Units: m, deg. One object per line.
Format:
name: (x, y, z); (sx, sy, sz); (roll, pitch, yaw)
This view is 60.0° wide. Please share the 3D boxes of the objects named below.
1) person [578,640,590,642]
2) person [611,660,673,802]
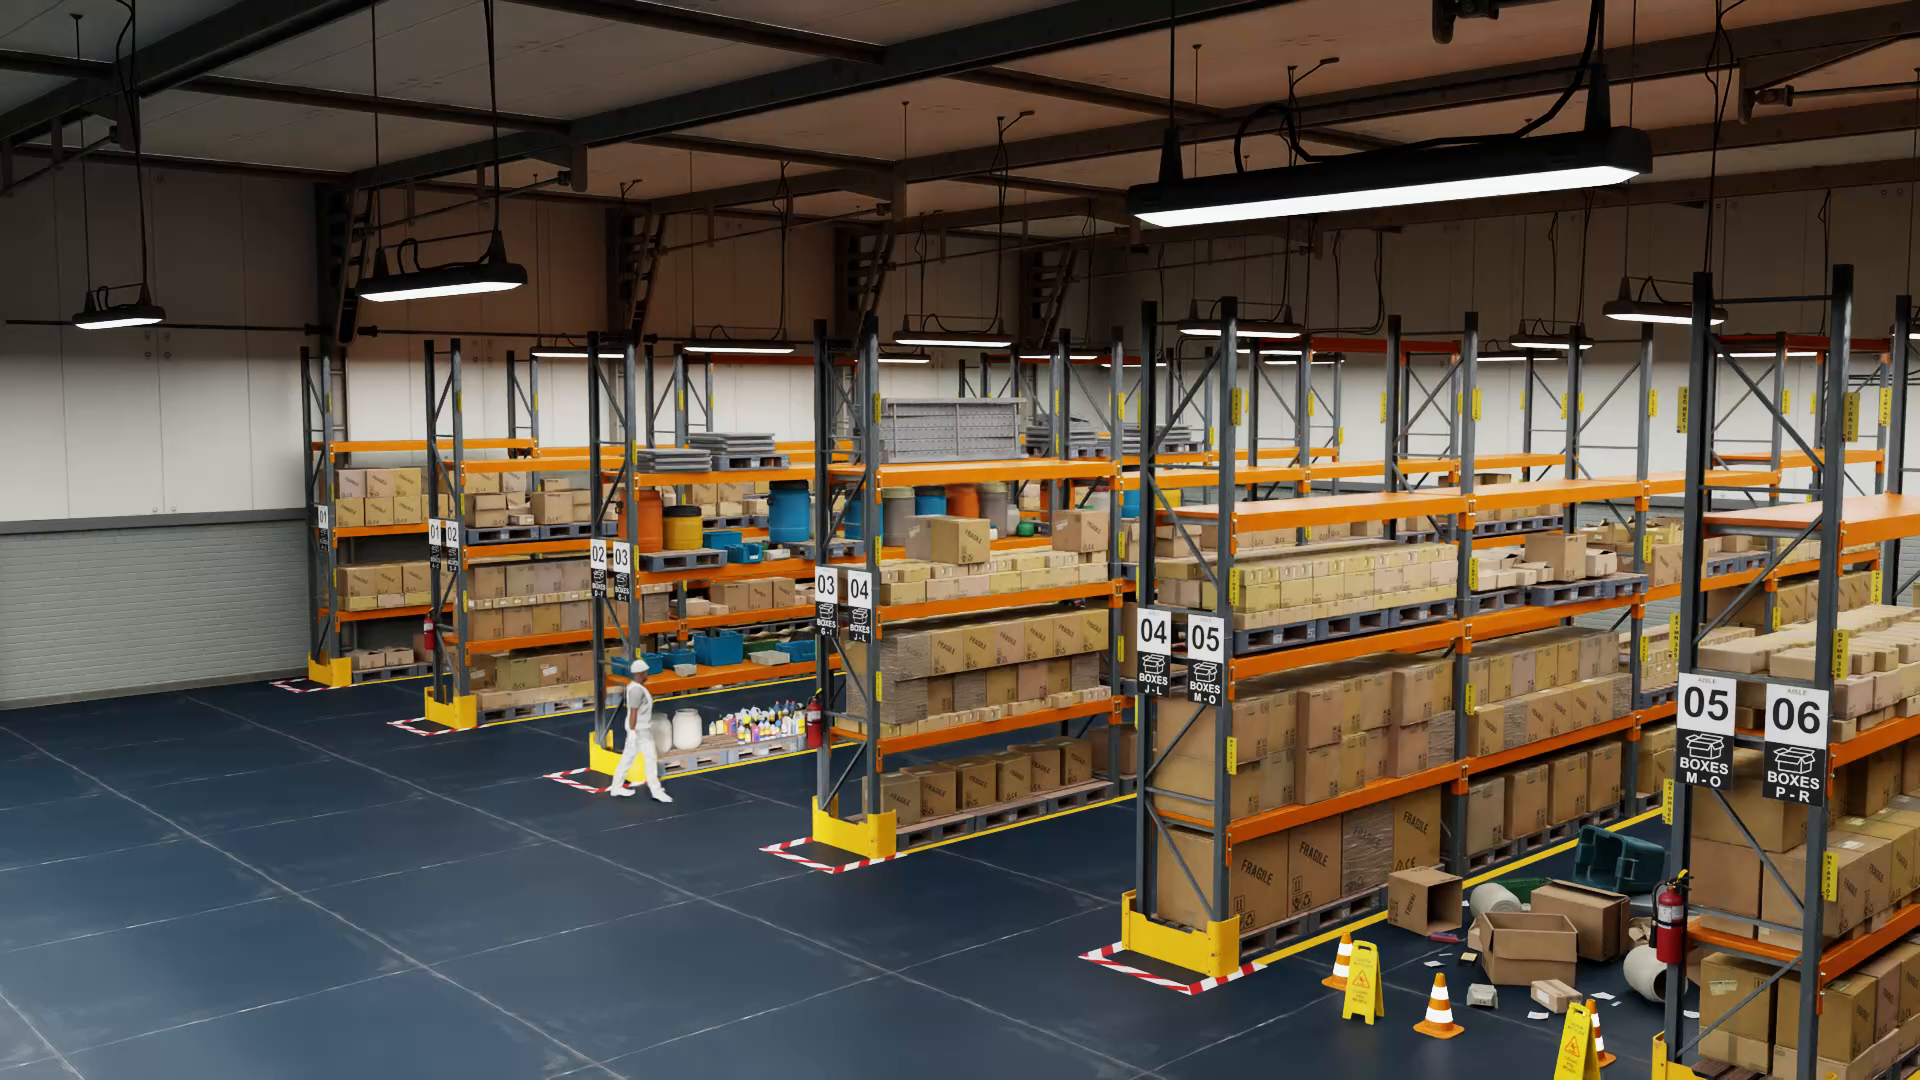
person: (-6.837, 1.624, 30.350); (0.569, 1.813, 0.694); (2, 5, 24)
person: (-4.089, 2.421, 21.262); (0.761, 1.782, 0.638); (-1, 5, -13)
